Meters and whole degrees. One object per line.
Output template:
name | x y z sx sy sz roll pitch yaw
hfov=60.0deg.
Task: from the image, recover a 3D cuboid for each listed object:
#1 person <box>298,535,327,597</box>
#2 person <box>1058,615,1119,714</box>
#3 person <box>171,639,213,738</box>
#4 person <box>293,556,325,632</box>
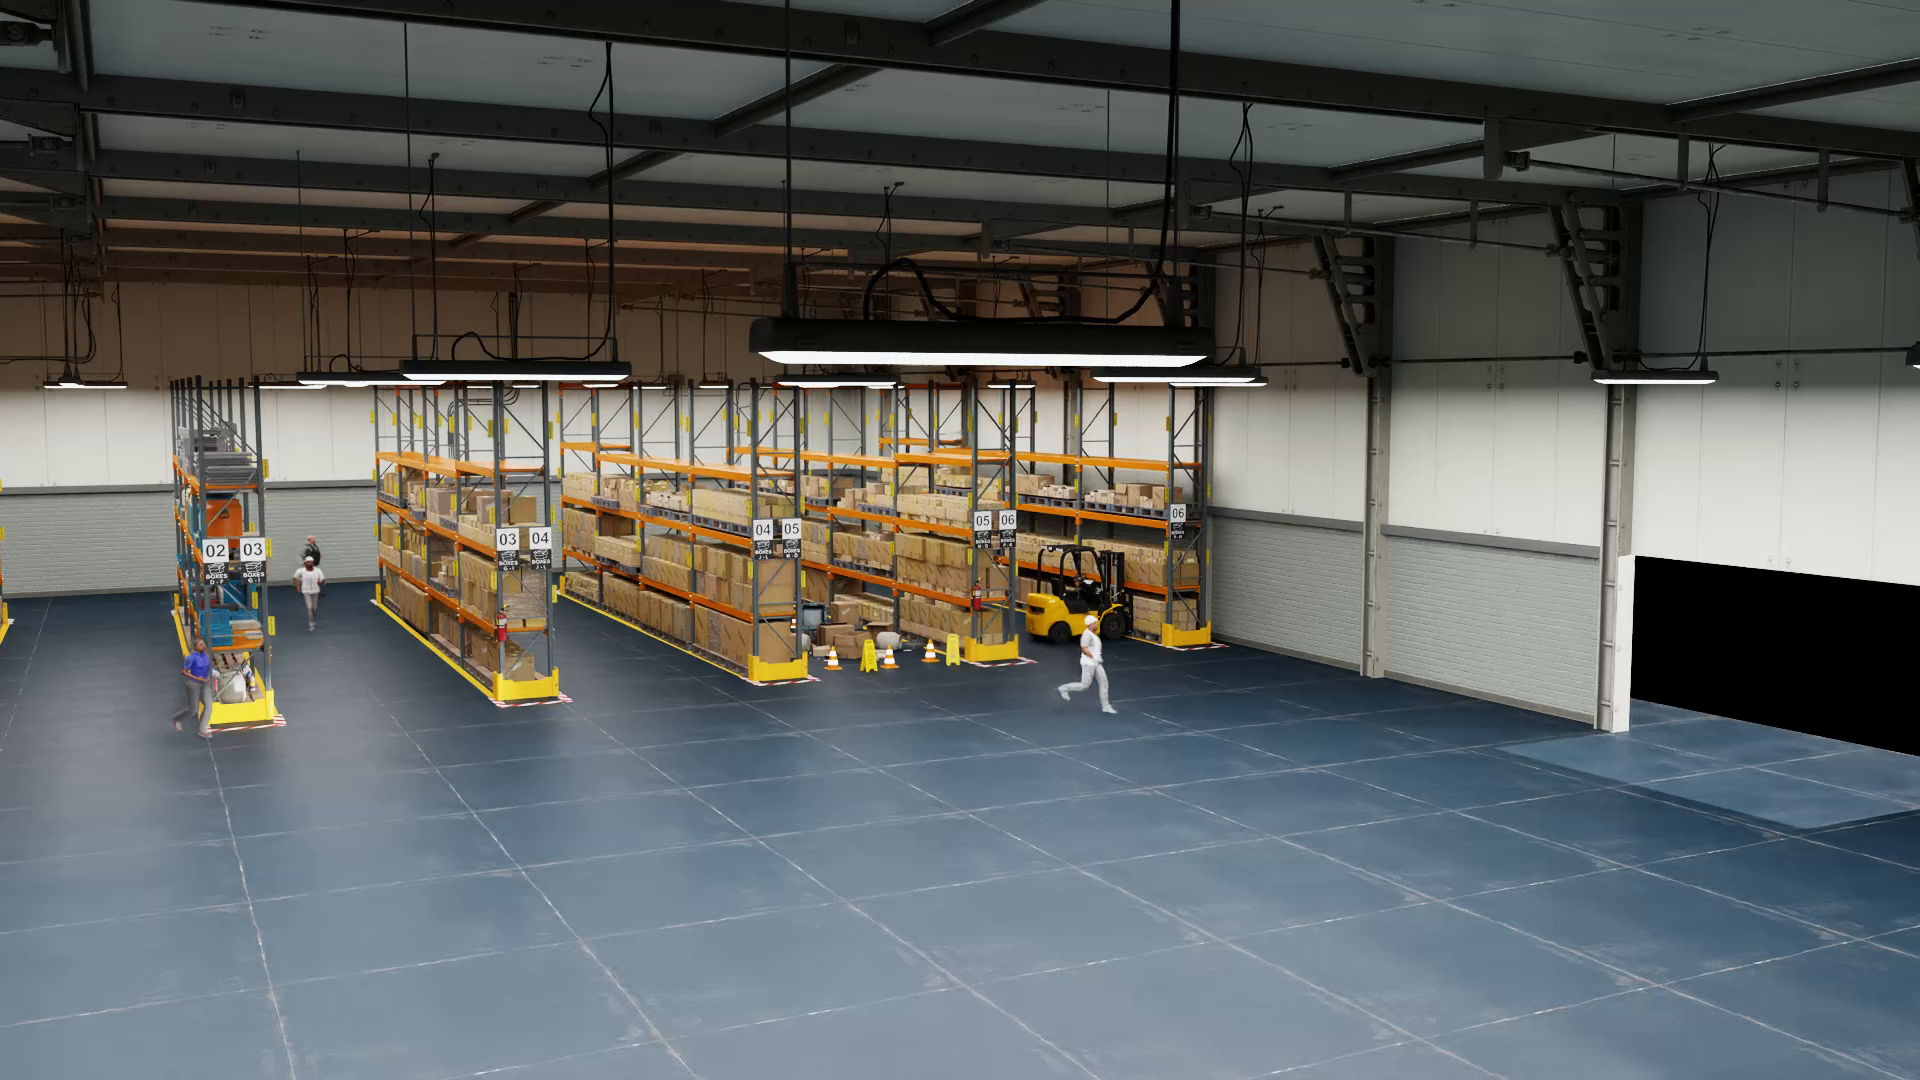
person | -18.077 0.723 46.321 0.882 1.717 0.655 0 5 3
person | 2.300 2.226 29.694 1.095 1.771 0.654 2 6 24
person | -12.735 2.458 27.723 0.756 1.637 0.595 2 5 19
person | -15.664 1.275 40.082 0.698 1.772 0.853 -3 6 -32
